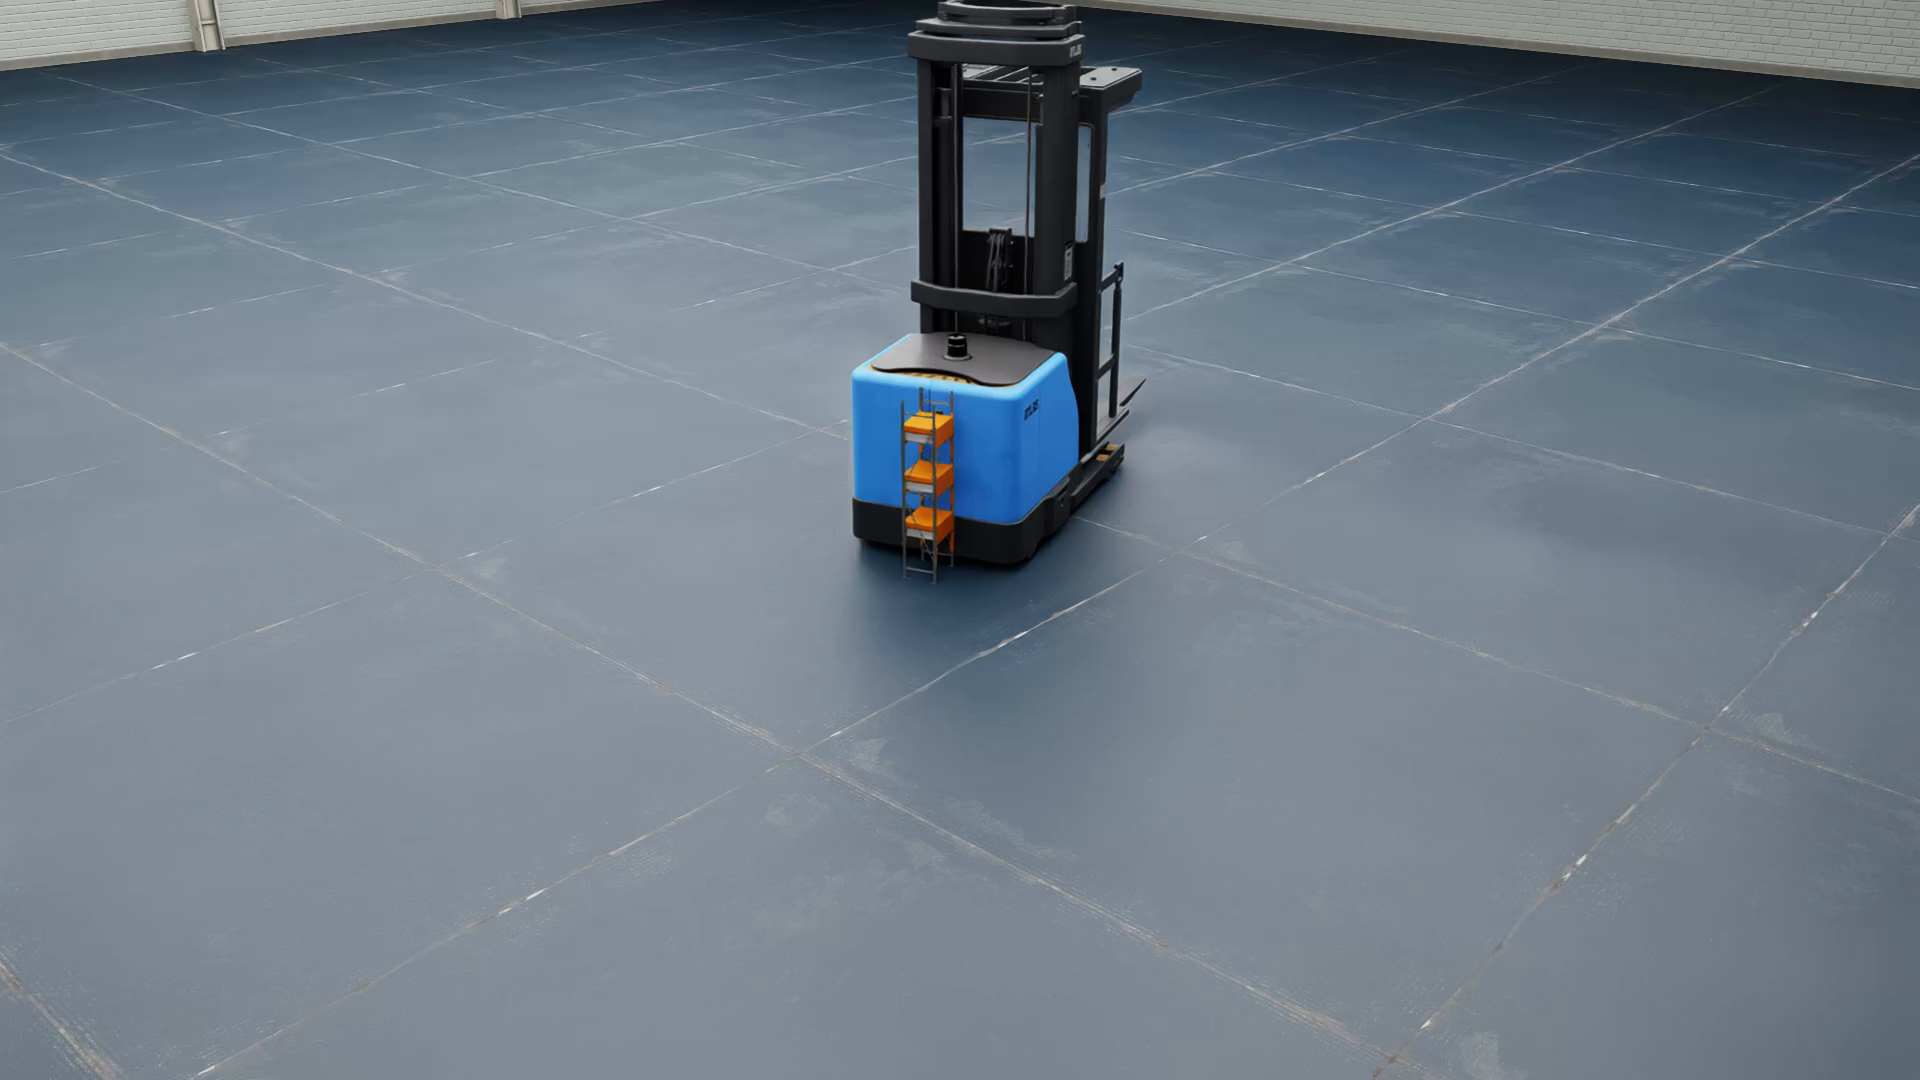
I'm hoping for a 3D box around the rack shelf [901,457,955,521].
[{"bbox_3d":[-0.176,-0.282,9.122,0.215,0.259,0.240,10,26,21],"label":"rack shelf"}]

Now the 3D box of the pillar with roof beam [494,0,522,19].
[{"bbox_3d":[-5.634,-13.161,28.105,9.100,9.000,0.400,20,31,38],"label":"pillar with roof beam"}]

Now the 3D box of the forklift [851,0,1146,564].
[{"bbox_3d":[0.419,-1.778,10.133,1.130,2.935,3.031,10,26,21],"label":"forklift"}]

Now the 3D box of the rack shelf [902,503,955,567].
[{"bbox_3d":[-0.176,-0.029,9.236,0.215,0.259,0.240,10,26,21],"label":"rack shelf"}]

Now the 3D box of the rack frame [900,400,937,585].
[{"bbox_3d":[-0.223,-0.246,9.016,0.200,1.050,0.008,10,26,21],"label":"rack frame"}]

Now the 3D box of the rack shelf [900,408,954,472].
[{"bbox_3d":[-0.176,-0.541,9.006,0.215,0.259,0.240,10,26,21],"label":"rack shelf"}]

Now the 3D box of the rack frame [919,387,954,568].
[{"bbox_3d":[-0.128,-0.338,9.221,0.200,1.050,0.008,10,26,21],"label":"rack frame"}]

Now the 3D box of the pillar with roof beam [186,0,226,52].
[{"bbox_3d":[-9.639,-11.333,24.028,9.100,9.000,0.400,20,31,38],"label":"pillar with roof beam"}]

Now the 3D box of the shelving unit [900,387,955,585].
[{"bbox_3d":[-0.176,-0.292,9.118,0.215,1.050,0.252,10,26,21],"label":"shelving unit"}]
